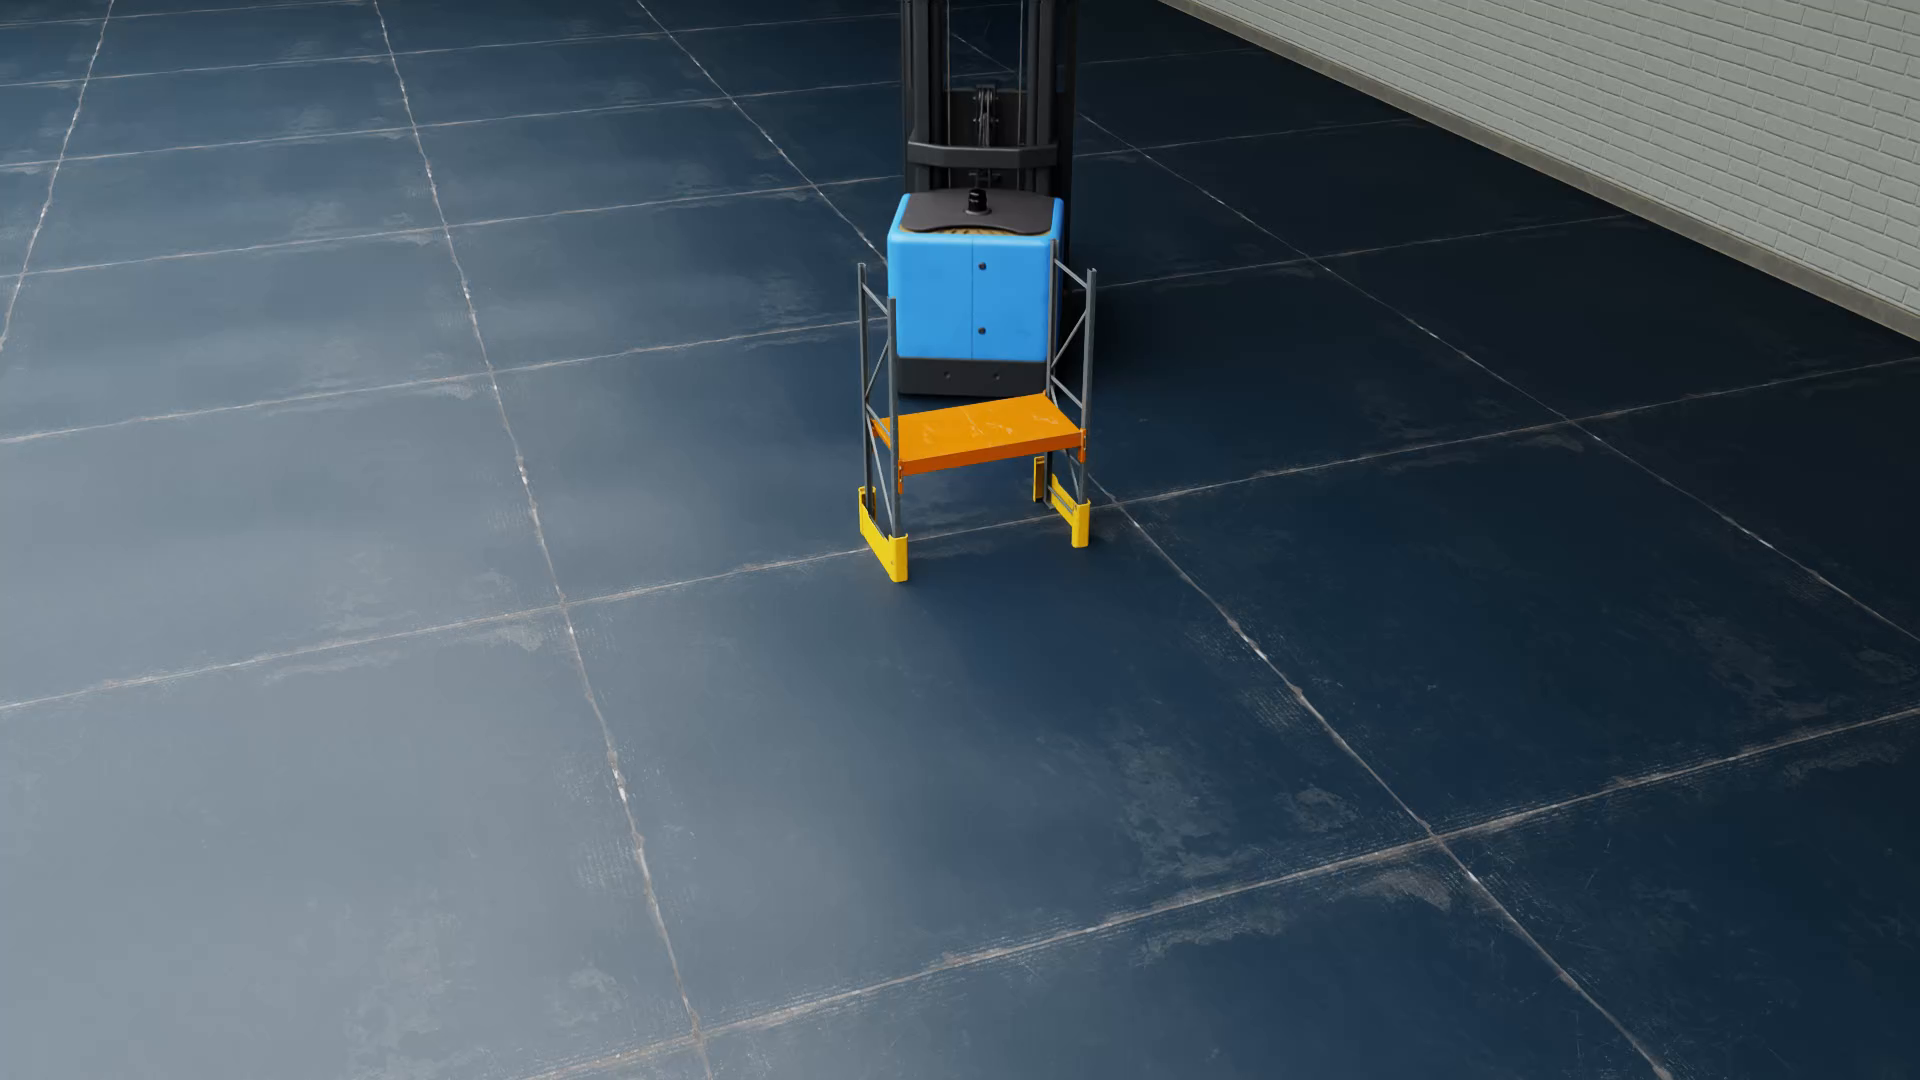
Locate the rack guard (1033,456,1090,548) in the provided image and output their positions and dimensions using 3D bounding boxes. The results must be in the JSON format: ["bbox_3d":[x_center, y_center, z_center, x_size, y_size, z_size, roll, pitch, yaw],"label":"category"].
[{"bbox_3d":[0.538,-0.208,8.862,0.087,0.250,0.587,-10,31,-18],"label":"rack guard"}]

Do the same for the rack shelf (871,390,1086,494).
[{"bbox_3d":[0.080,-0.510,8.494,1.000,0.185,0.538,-10,31,-18],"label":"rack shelf"}]

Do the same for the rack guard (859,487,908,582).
[{"bbox_3d":[-0.395,-0.036,8.560,0.087,0.250,0.587,-10,31,-18],"label":"rack guard"}]

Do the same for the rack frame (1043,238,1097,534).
[{"bbox_3d":[0.556,-0.754,8.559,0.032,1.500,0.500,-10,31,-18],"label":"rack frame"}]

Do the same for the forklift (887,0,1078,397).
[{"bbox_3d":[0.201,-2.837,10.768,1.130,2.935,3.031,2,30,4],"label":"forklift"}]

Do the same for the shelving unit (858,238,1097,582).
[{"bbox_3d":[0.071,-0.665,8.402,1.083,1.500,0.587,-10,31,-18],"label":"shelving unit"}]

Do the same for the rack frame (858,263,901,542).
[{"bbox_3d":[-0.396,-0.579,8.251,0.032,1.500,0.500,-10,31,-18],"label":"rack frame"}]
